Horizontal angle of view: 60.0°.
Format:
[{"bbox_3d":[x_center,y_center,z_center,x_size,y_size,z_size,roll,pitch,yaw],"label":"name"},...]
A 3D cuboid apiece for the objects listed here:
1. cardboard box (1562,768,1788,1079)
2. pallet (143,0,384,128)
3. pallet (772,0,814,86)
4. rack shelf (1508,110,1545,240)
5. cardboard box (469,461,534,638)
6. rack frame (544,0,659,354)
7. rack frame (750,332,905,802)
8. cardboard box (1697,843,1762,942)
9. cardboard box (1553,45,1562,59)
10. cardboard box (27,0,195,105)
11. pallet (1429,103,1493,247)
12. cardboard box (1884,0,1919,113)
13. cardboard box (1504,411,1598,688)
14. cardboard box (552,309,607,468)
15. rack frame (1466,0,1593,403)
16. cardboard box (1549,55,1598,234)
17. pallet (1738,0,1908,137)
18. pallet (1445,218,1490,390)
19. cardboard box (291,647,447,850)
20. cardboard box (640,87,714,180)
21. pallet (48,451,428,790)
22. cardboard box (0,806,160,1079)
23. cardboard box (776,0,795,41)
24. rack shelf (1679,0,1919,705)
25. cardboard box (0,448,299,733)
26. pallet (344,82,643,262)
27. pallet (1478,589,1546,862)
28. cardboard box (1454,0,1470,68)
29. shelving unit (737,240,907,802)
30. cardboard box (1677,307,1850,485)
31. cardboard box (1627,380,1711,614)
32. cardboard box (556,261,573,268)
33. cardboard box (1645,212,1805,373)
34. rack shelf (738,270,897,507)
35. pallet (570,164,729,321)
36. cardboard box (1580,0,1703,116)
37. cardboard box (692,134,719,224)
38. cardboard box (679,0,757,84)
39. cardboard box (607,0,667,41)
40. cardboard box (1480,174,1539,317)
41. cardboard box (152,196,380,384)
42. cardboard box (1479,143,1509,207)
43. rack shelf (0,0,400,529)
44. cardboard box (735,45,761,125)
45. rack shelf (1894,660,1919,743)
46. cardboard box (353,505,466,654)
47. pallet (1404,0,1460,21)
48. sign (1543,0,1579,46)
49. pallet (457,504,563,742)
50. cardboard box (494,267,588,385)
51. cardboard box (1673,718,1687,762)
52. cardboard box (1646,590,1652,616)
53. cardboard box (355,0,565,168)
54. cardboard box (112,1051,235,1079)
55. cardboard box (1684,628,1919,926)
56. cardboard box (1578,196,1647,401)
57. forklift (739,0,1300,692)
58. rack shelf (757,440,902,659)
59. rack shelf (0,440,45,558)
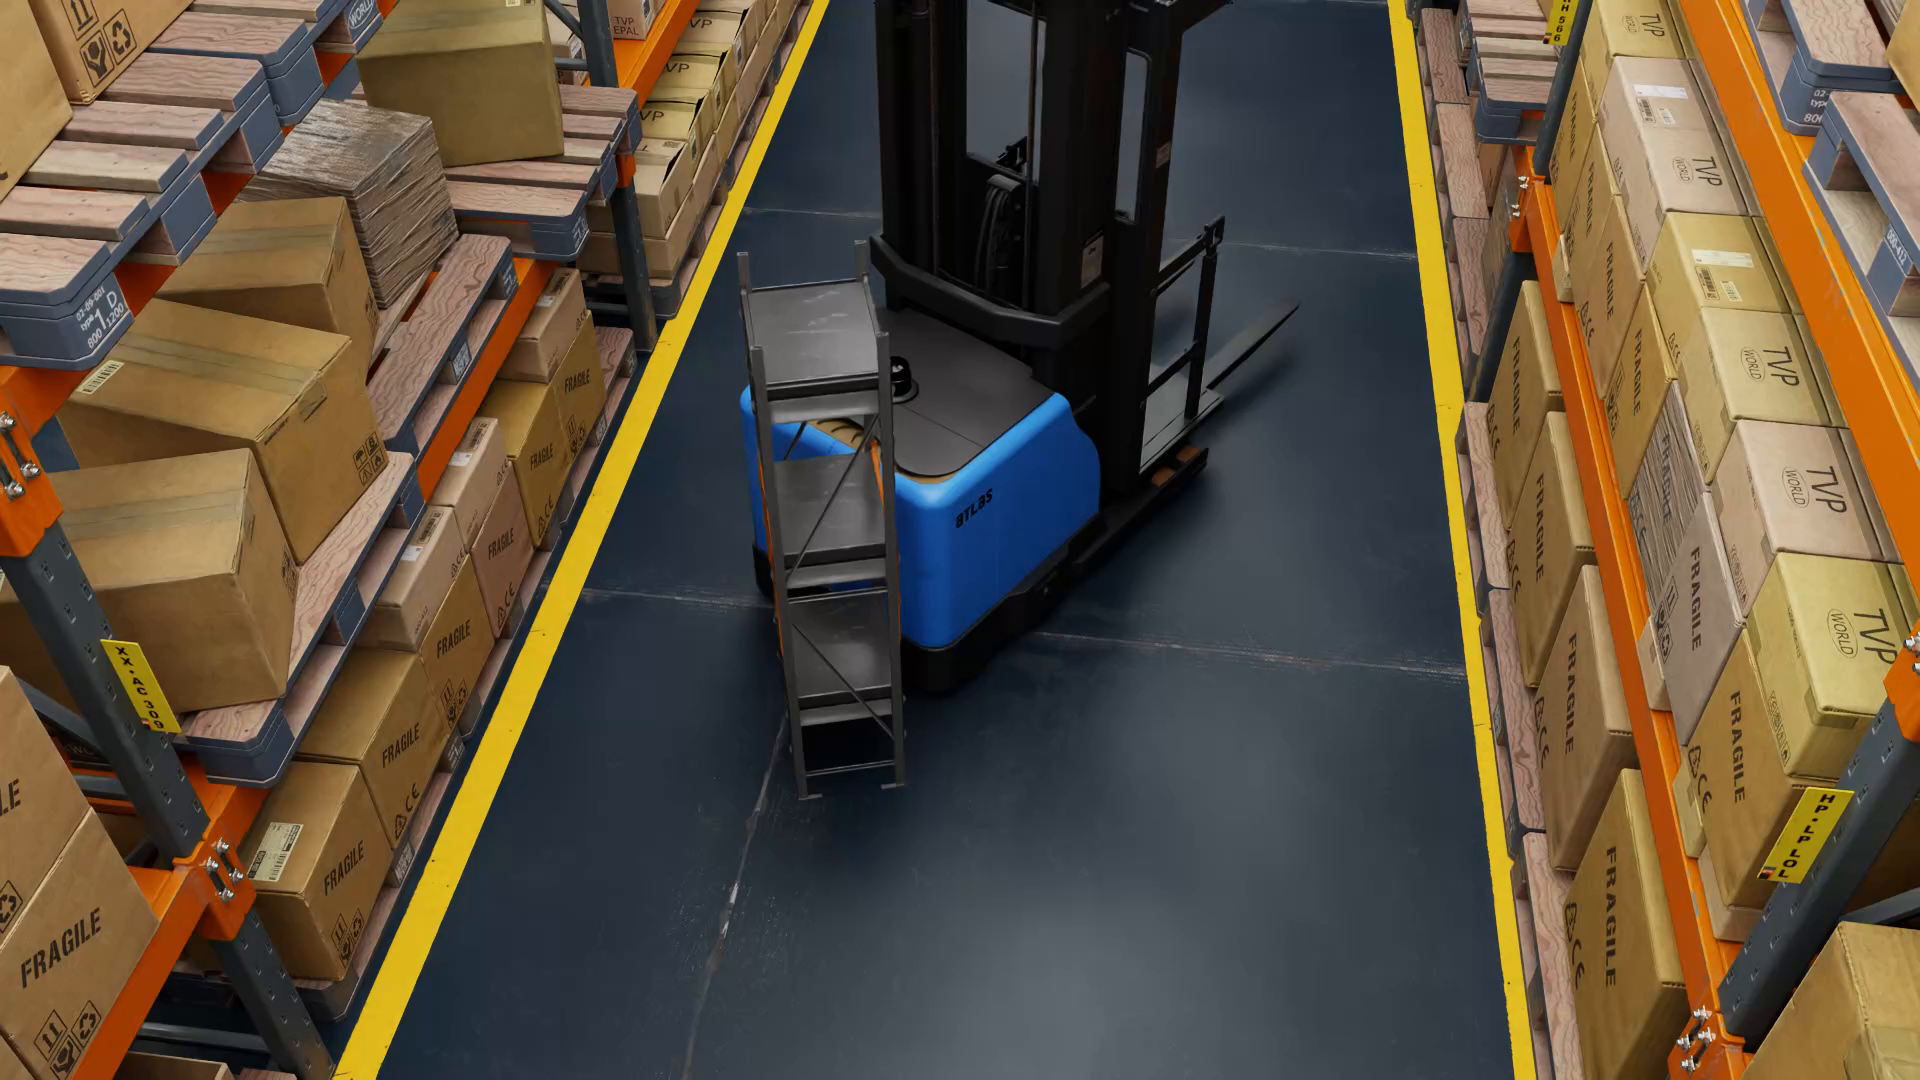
[{"bbox_3d":[2.329,1.251,5.005,0.750,0.750,0.750,6,44,6],"label":"cardboard box"},{"bbox_3d":[-2.249,-1.536,4.646,1.213,0.211,1.003,5,44,6],"label":"pallet"},{"bbox_3d":[-1.540,-3.304,10.586,1.003,0.211,1.213,5,44,6],"label":"pallet"},{"bbox_3d":[3.165,-2.750,8.496,1.077,0.370,4.000,5,44,6],"label":"rack shelf"},{"bbox_3d":[-2.033,0.021,6.544,0.500,0.500,0.500,4,44,4],"label":"cardboard box"},{"bbox_3d":[-2.010,-2.096,7.282,1.000,3.000,0.127,5,44,6],"label":"rack frame"},{"bbox_3d":[-0.405,0.187,5.526,0.400,2.100,0.015,-7,44,-7],"label":"rack frame"},{"bbox_3d":[2.136,0.905,4.280,0.380,0.149,0.250,6,44,6],"label":"cardboard box"},{"bbox_3d":[2.953,-2.166,6.963,0.700,0.500,0.500,1,43,1],"label":"cardboard box"},{"bbox_3d":[-2.333,-1.479,3.997,0.600,0.600,0.600,5,44,5],"label":"cardboard box"},{"bbox_3d":[3.170,-1.997,9.206,1.003,0.211,1.213,5,44,6],"label":"pallet"},{"bbox_3d":[2.607,-1.183,3.743,0.700,0.500,0.500,4,44,5],"label":"cardboard box"},{"bbox_3d":[2.552,0.065,6.257,0.750,0.750,0.750,5,44,5],"label":"cardboard box"},{"bbox_3d":[-1.901,-0.689,7.295,0.500,0.500,0.500,7,44,7],"label":"cardboard box"},{"bbox_3d":[2.901,-1.648,6.809,1.000,3.000,0.127,5,44,6],"label":"rack frame"},{"bbox_3d":[2.583,-1.492,6.341,0.500,0.500,0.500,6,44,7],"label":"cardboard box"},{"bbox_3d":[2.724,-1.463,4.569,1.003,0.211,1.213,7,44,7],"label":"pallet"},{"bbox_3d":[3.006,-1.168,8.330,1.003,0.211,1.213,5,44,6],"label":"pallet"},{"bbox_3d":[-2.174,0.706,5.821,0.500,0.500,0.500,6,44,6],"label":"cardboard box"},{"bbox_3d":[-1.588,-2.143,8.618,0.500,0.311,0.500,4,44,4],"label":"cardboard box"},{"bbox_3d":[-2.325,0.165,5.034,1.003,0.211,1.213,5,44,6],"label":"pallet"},{"bbox_3d":[-2.350,0.958,3.984,0.500,0.500,0.500,6,44,6],"label":"cardboard box"},{"bbox_3d":[-1.317,-3.323,10.272,0.500,0.250,0.500,5,44,5],"label":"cardboard box"},{"bbox_3d":[2.637,-1.113,4.586,1.077,0.370,4.000,5,44,6],"label":"rack shelf"},{"bbox_3d":[-2.254,0.139,4.544,0.700,0.500,0.500,-8,44,-9],"label":"cardboard box"},{"bbox_3d":[-2.030,-1.558,6.853,1.213,0.211,1.003,5,44,6],"label":"pallet"},{"bbox_3d":[2.558,0.724,6.332,1.003,0.211,1.213,5,44,6],"label":"pallet"},{"bbox_3d":[3.349,-3.123,9.865,0.700,0.500,0.500,7,44,7],"label":"cardboard box"},{"bbox_3d":[-0.448,0.022,5.700,0.431,2.100,0.503,-7,44,-7],"label":"shelving unit"},{"bbox_3d":[2.325,-0.383,4.624,0.500,0.250,0.500,6,44,6],"label":"cardboard box"},{"bbox_3d":[2.316,-0.102,4.872,0.500,0.500,0.500,5,44,6],"label":"cardboard box"},{"bbox_3d":[-2.182,-1.631,8.485,0.500,0.250,0.500,6,44,7],"label":"cardboard box"},{"bbox_3d":[2.392,-0.730,4.991,0.500,0.250,0.500,4,44,5],"label":"cardboard box"},{"bbox_3d":[-0.448,-0.477,5.228,0.431,0.518,0.480,-7,44,-7],"label":"rack shelf"},{"bbox_3d":[-1.862,-1.641,8.830,1.003,0.211,1.213,5,44,6],"label":"pallet"},{"bbox_3d":[2.582,-1.767,6.085,0.500,0.250,0.500,6,44,7],"label":"cardboard box"},{"bbox_3d":[-1.584,-1.923,8.794,0.500,0.250,0.500,4,44,4],"label":"cardboard box"},{"bbox_3d":[-1.451,-2.841,9.355,0.500,0.311,0.500,5,44,5],"label":"cardboard box"},{"bbox_3d":[-1.699,-2.656,7.938,0.500,0.311,0.500,5,44,5],"label":"cardboard box"},{"bbox_3d":[2.944,-1.396,8.041,0.700,0.500,0.500,6,44,6],"label":"cardboard box"},{"bbox_3d":[-2.366,-0.769,5.502,0.700,0.500,0.500,-5,44,-5],"label":"cardboard box"},{"bbox_3d":[3.165,-2.078,8.761,0.700,0.500,0.500,5,44,5],"label":"cardboard box"},{"bbox_3d":[-2.274,-1.561,5.059,1.077,0.370,4.000,5,44,6],"label":"rack shelf"},{"bbox_3d":[-1.453,-2.627,9.538,0.500,0.250,0.500,6,44,6],"label":"cardboard box"},{"bbox_3d":[2.108,1.613,1.707,1.077,0.370,4.000,5,44,6],"label":"rack shelf"},{"bbox_3d":[-2.101,0.117,5.898,0.500,0.250,0.500,5,44,6],"label":"cardboard box"},{"bbox_3d":[3.484,-3.823,11.134,1.003,0.211,1.213,5,44,6],"label":"pallet"},{"bbox_3d":[2.362,-2.083,6.484,0.100,0.325,0.005,5,44,6],"label":"sign"},{"bbox_3d":[-2.310,0.251,6.832,1.003,0.211,1.213,5,44,6],"label":"pallet"},{"bbox_3d":[-1.904,-0.923,6.996,0.500,0.250,0.500,7,44,7],"label":"cardboard box"},{"bbox_3d":[2.225,0.559,4.646,0.380,0.149,0.250,7,44,7],"label":"cardboard box"},{"bbox_3d":[2.300,0.213,5.012,0.380,0.149,0.250,5,44,6],"label":"cardboard box"},{"bbox_3d":[-1.981,-1.846,6.639,0.700,0.500,0.500,-8,44,-9],"label":"cardboard box"},{"bbox_3d":[-2.333,1.792,4.674,0.500,0.500,0.500,5,44,6],"label":"cardboard box"},{"bbox_3d":[2.183,0.589,4.143,0.500,0.500,0.500,5,44,5],"label":"cardboard box"},{"bbox_3d":[2.438,-0.798,5.608,0.500,0.500,0.500,5,44,5],"label":"cardboard box"},{"bbox_3d":[0.464,-1.421,6.619,1.130,2.935,3.031,29,51,27],"label":"forklift"},{"bbox_3d":[-0.448,0.032,5.709,0.431,0.518,0.480,-7,44,-7],"label":"rack shelf"},{"bbox_3d":[-2.803,1.165,2.180,1.077,0.370,4.000,5,44,6],"label":"rack shelf"}]
